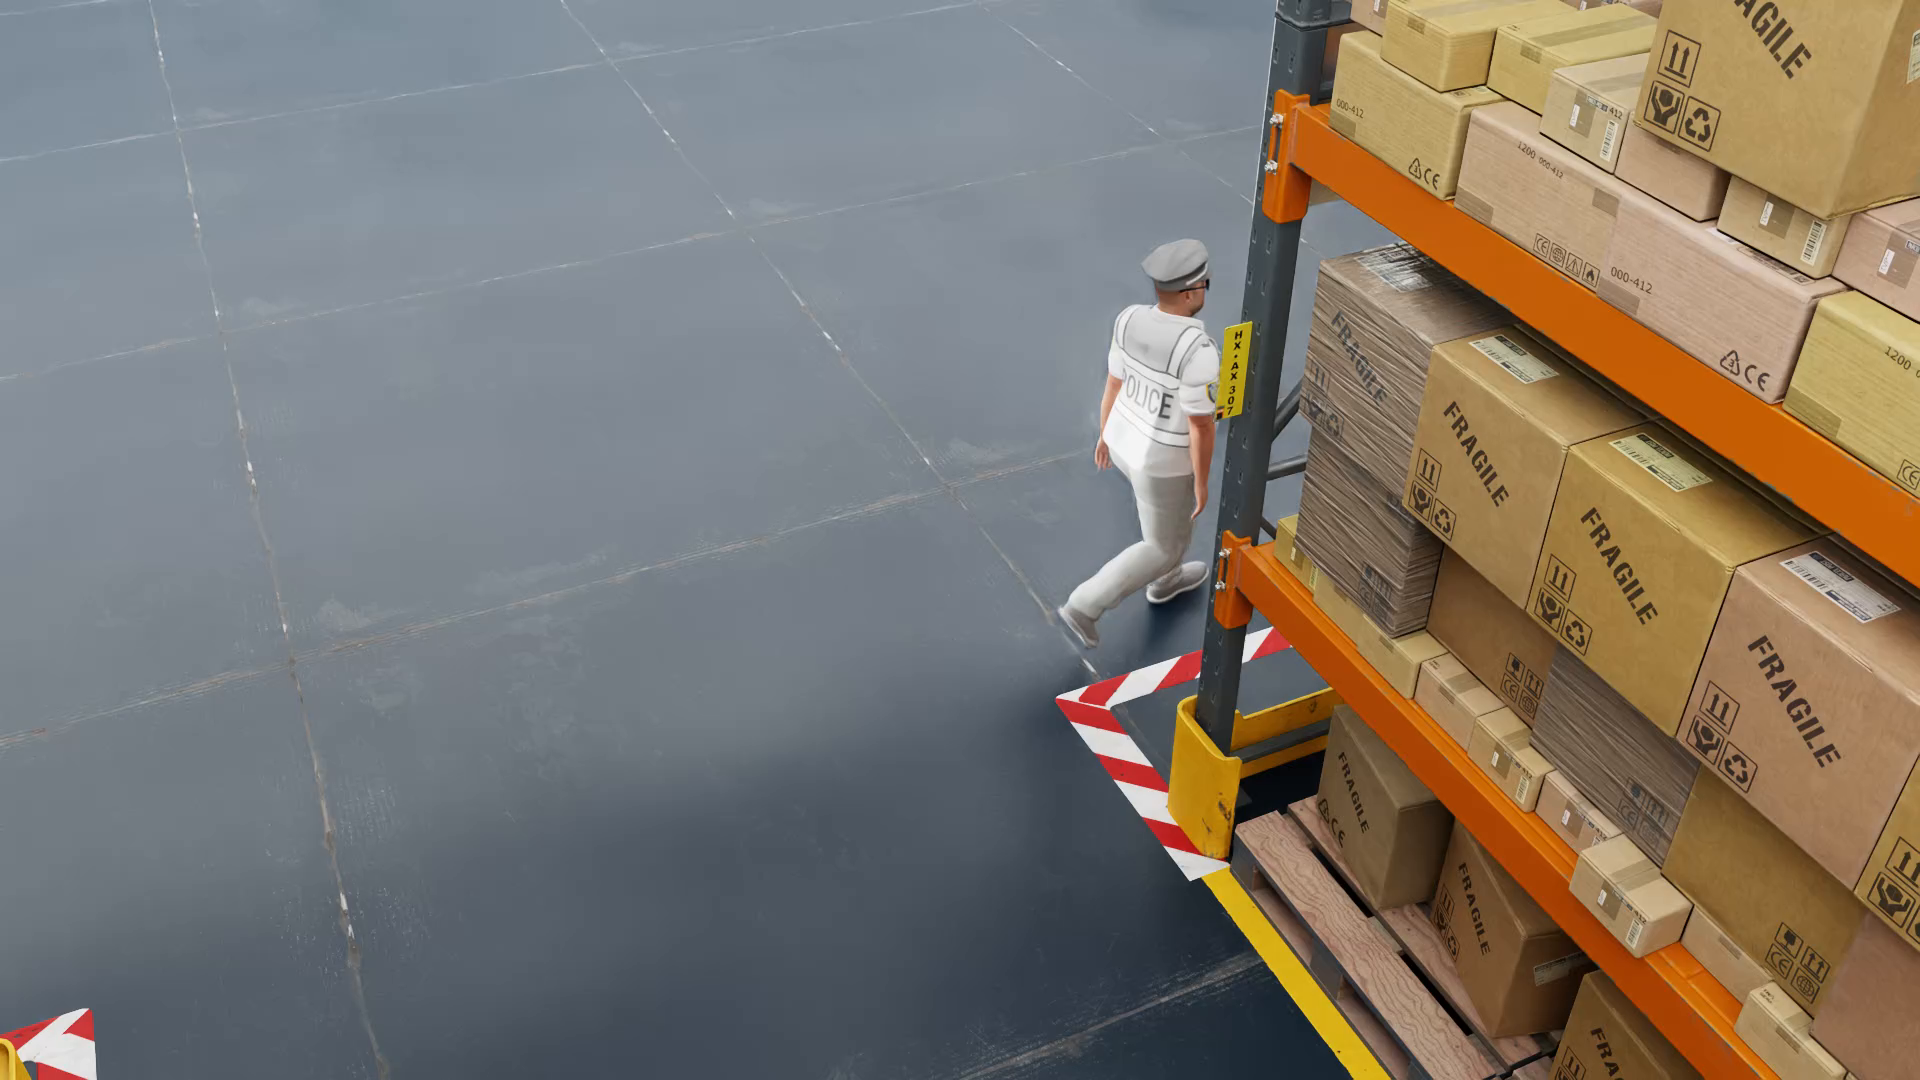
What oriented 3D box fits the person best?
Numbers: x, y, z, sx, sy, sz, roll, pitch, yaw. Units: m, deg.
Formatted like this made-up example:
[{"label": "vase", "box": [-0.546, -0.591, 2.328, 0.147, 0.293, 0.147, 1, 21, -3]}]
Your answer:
[{"label": "person", "box": [0.746, -0.345, 6.582, 0.912, 1.725, 0.573, -20, 42, -25]}]
